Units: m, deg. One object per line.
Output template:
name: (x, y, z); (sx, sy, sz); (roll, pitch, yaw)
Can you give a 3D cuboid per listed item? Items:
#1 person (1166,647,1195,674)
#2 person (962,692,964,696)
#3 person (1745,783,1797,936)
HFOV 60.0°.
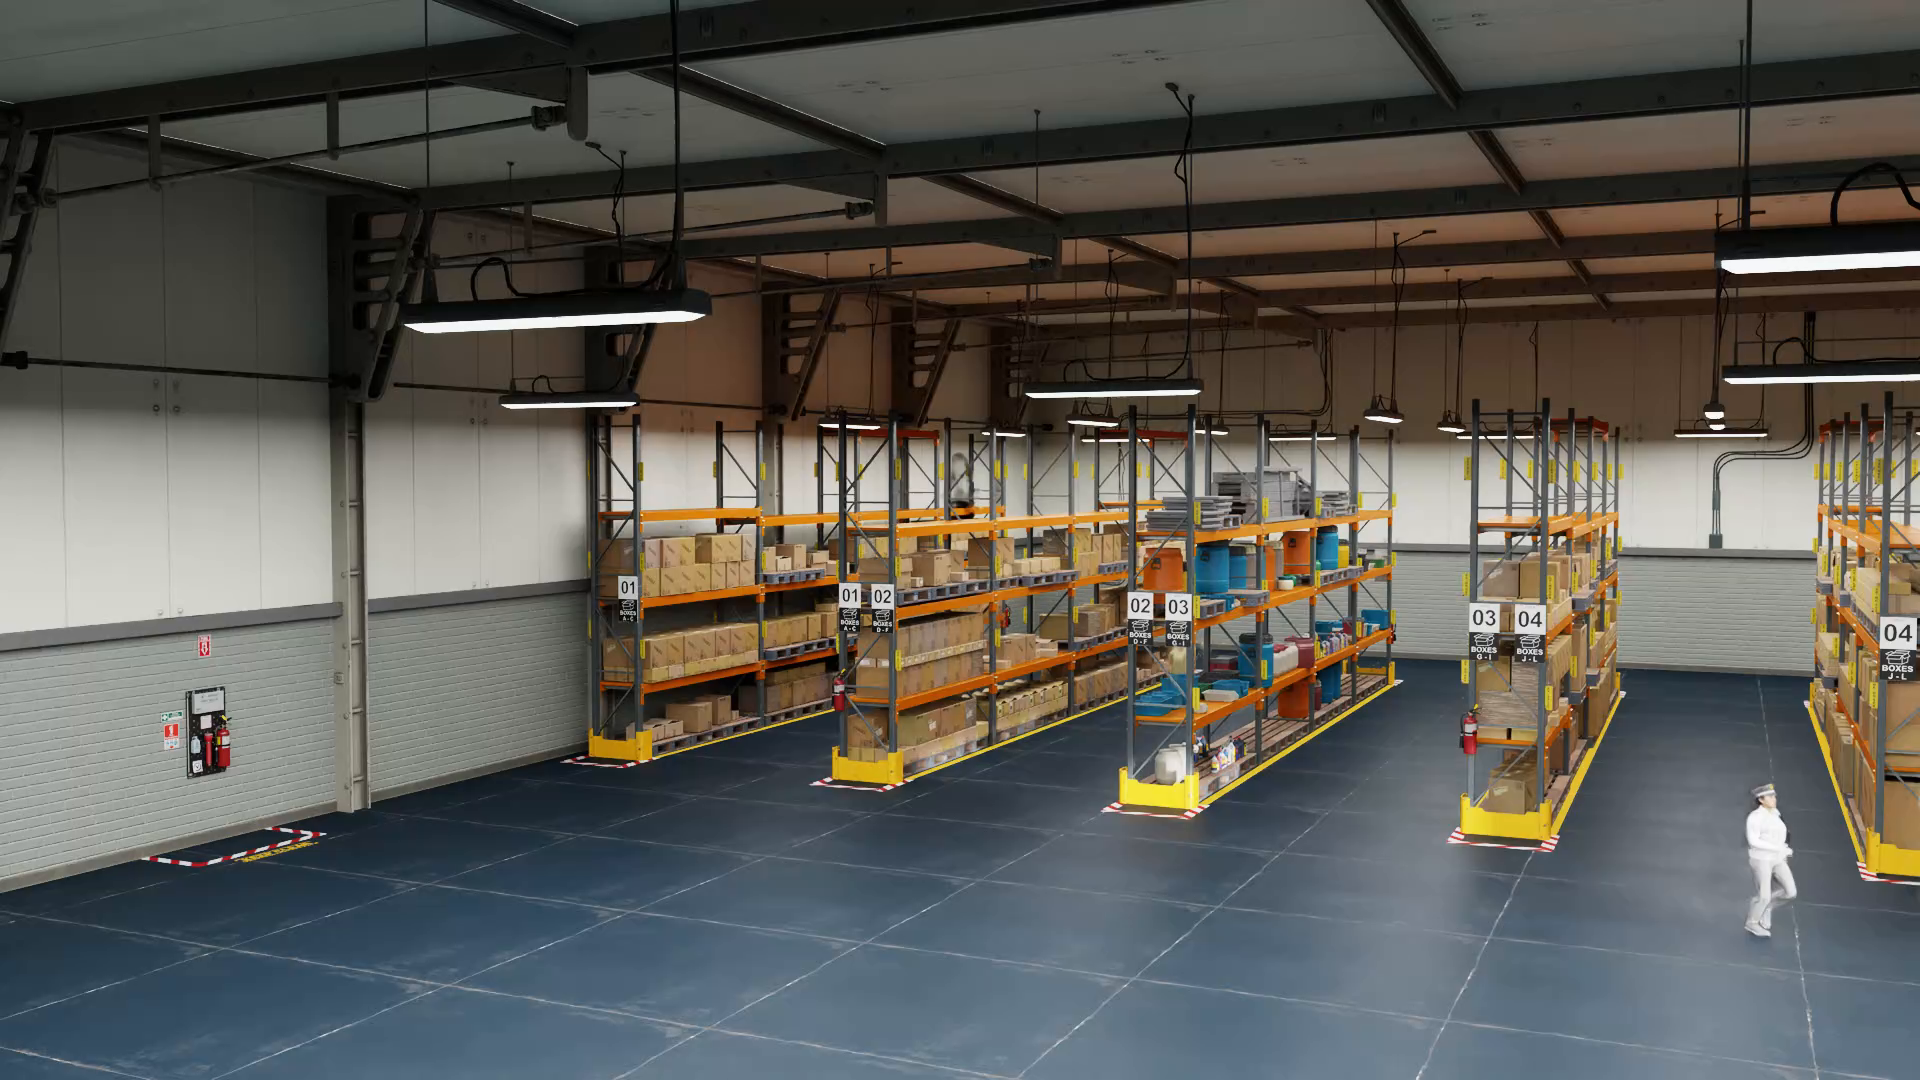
person: (4.505, 2.792, 33.999); (0.579, 1.641, 0.731); (0, 2, 12)
person: (-0.116, 2.607, 35.672); (0.579, 1.582, 0.864); (1, 2, 12)
person: (8.699, 3.432, 17.816); (0.597, 1.660, 0.569); (-1, 3, -25)
